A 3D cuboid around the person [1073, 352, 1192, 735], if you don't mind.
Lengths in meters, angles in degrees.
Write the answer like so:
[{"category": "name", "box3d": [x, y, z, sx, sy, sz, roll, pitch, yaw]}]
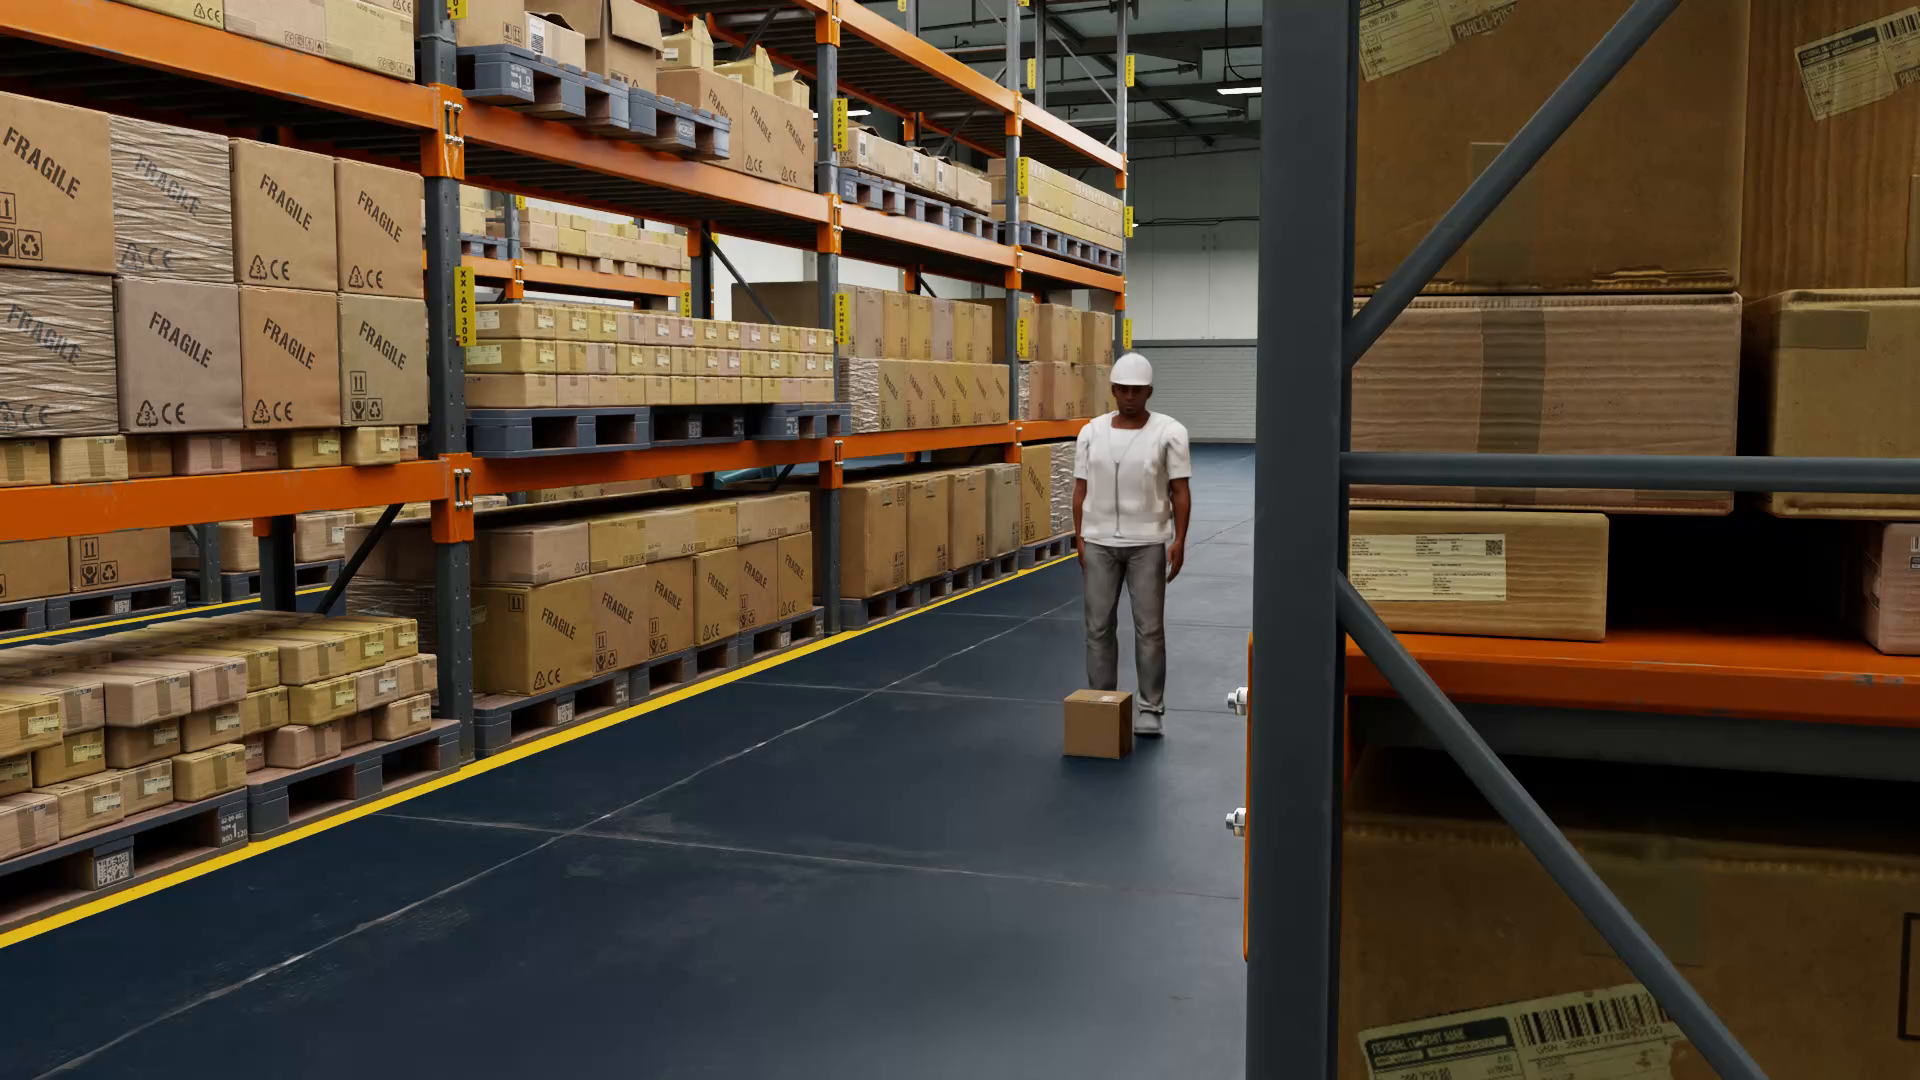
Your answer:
[{"category": "person", "box3d": [0.788, 0.014, 7.723, 0.565, 1.763, 0.359, 2, 5, 20]}]
